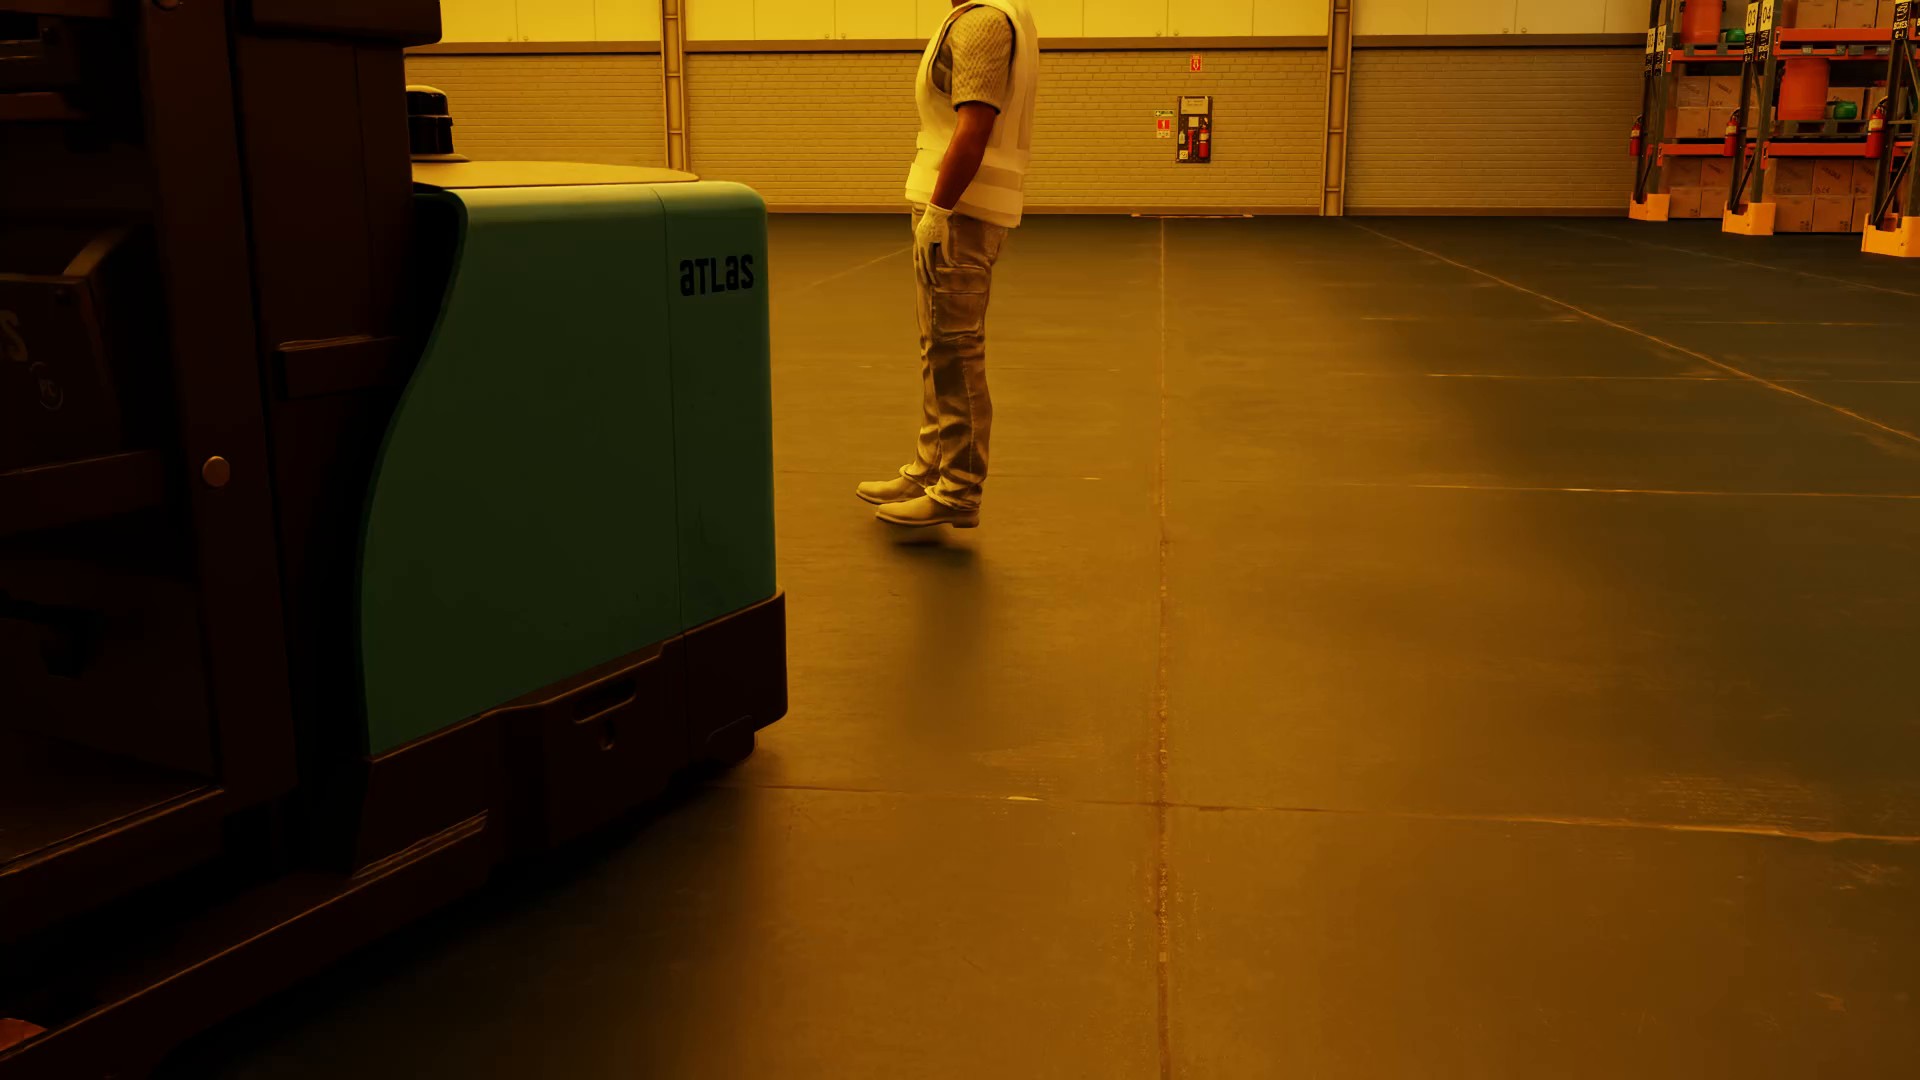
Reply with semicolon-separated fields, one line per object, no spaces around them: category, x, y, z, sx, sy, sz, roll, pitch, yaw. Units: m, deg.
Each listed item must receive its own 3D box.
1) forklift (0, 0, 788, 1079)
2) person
forklift;-1.480;-0.789;1.886;1.130;2.935;3.031;7;15;28
person;-0.071;-0.918;4.748;0.575;1.784;0.656;2;13;7
